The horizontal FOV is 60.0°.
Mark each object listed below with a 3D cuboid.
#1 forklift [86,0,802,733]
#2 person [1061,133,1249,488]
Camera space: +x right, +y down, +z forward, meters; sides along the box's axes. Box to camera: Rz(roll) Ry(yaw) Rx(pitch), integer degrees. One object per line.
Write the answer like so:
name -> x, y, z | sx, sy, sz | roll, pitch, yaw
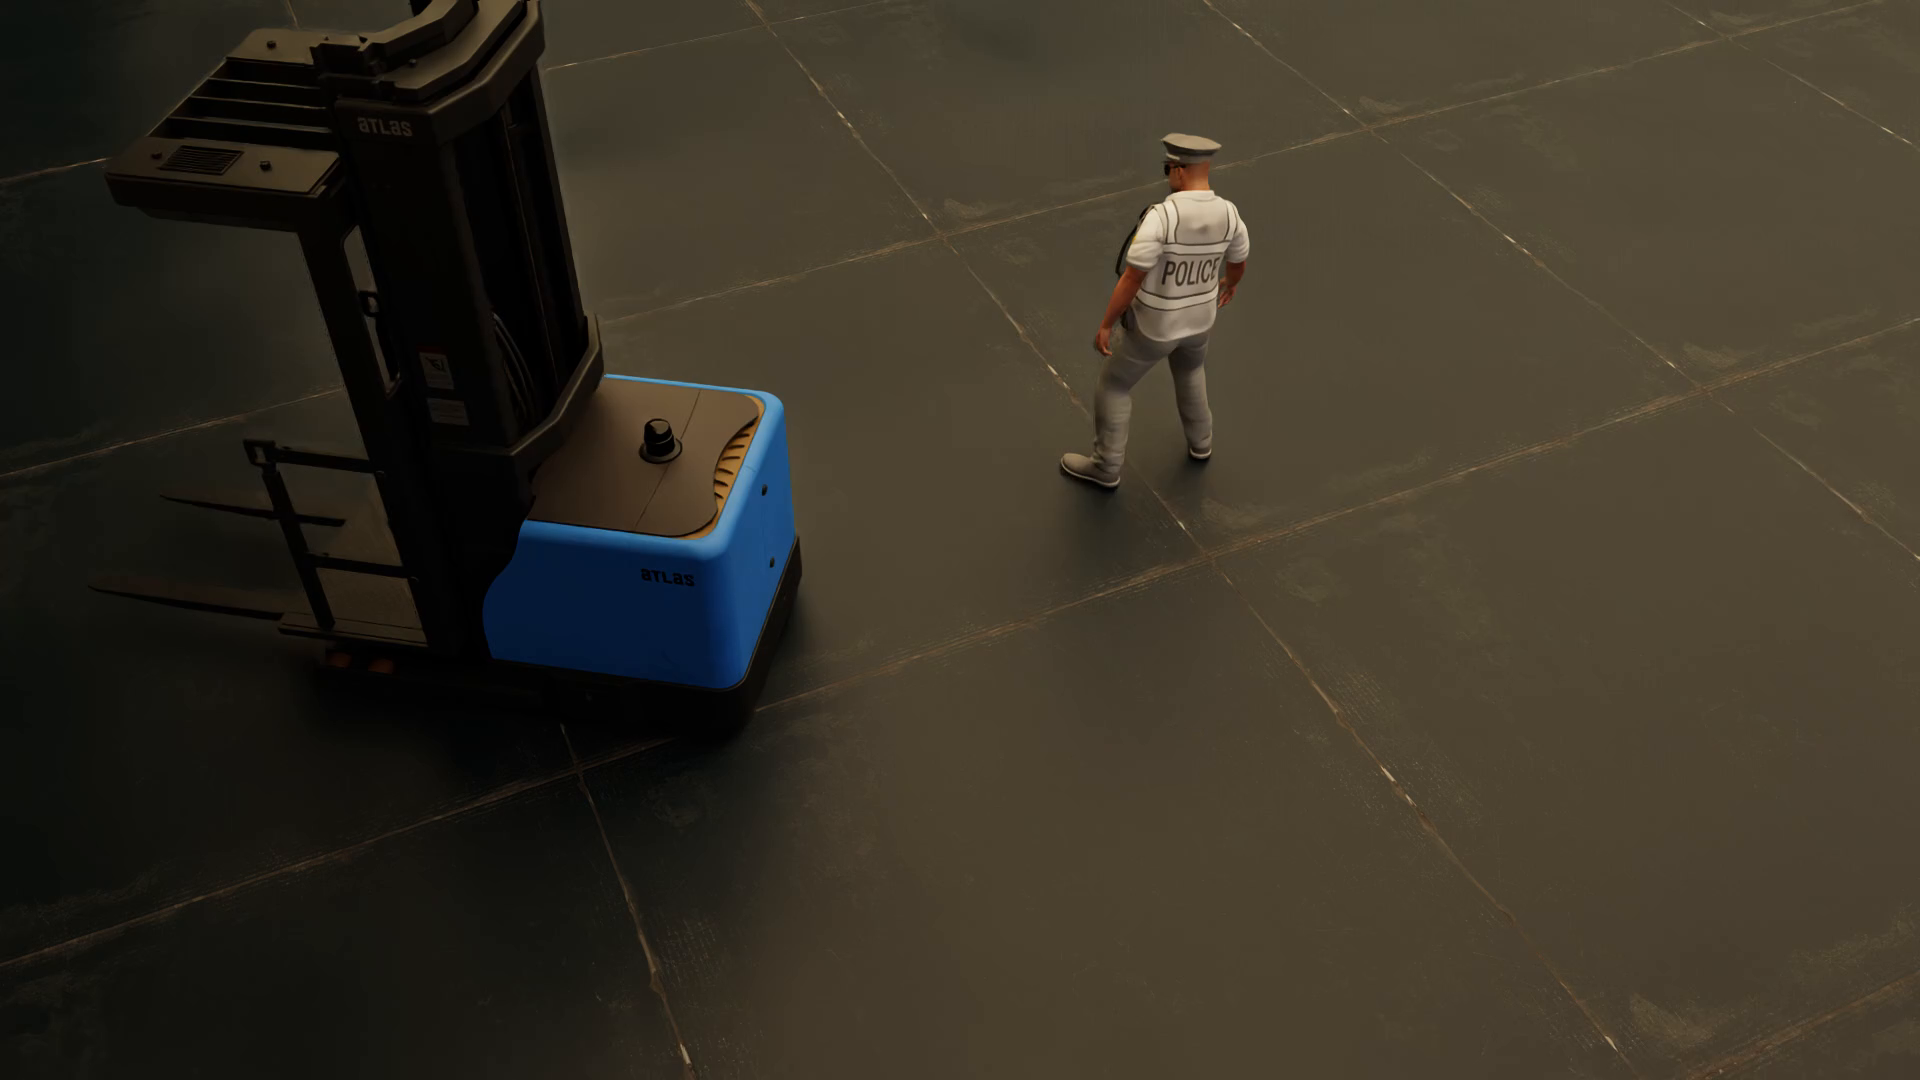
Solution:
forklift -> -2.286, -0.754, 6.488 | 3.031, 2.935, 1.130 | 7, 43, 7
person -> 0.956, -1.047, 7.704 | 0.917, 1.711, 0.427 | -18, 46, -18
